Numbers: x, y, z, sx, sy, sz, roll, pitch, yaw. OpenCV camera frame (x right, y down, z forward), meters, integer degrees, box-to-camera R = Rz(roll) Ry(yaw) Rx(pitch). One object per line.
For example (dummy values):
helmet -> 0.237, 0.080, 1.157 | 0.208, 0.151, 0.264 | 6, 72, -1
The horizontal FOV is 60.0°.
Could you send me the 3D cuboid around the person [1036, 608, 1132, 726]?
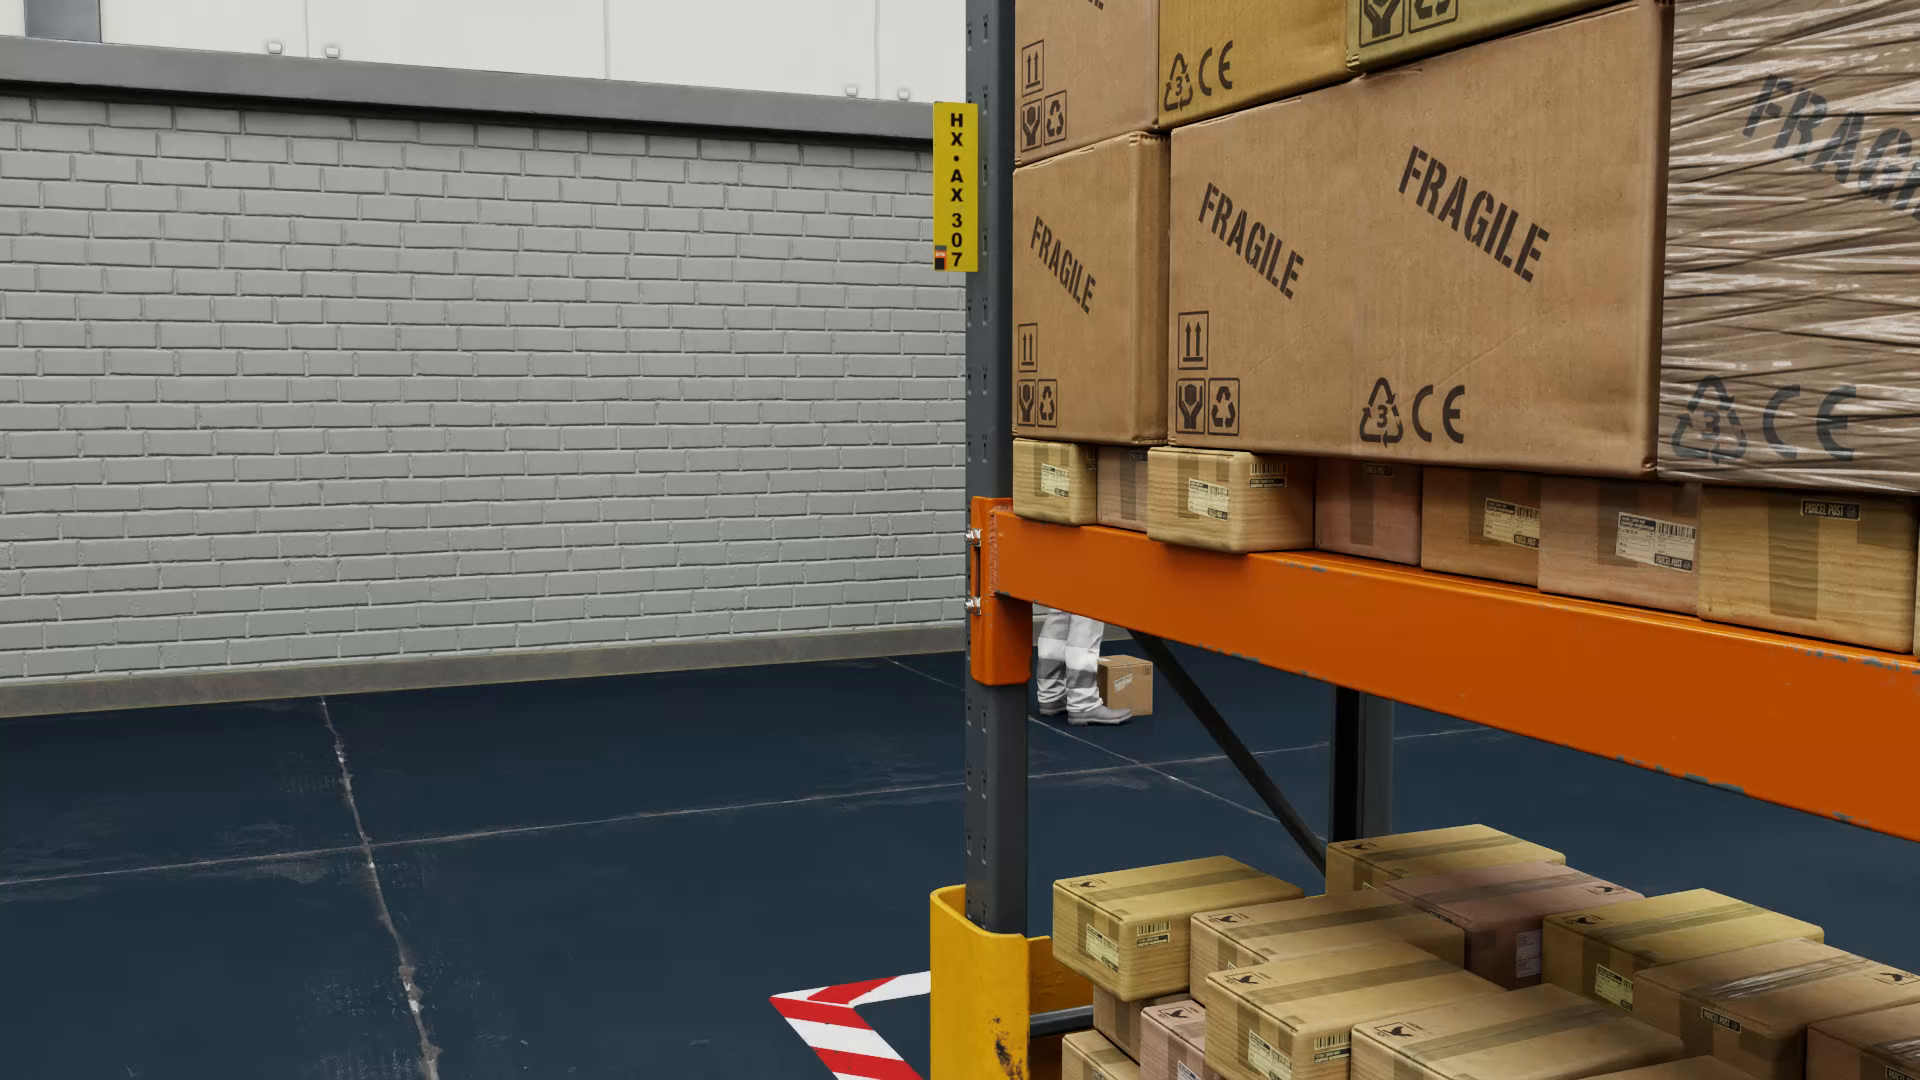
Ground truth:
person -> 0.539, -0.056, 7.716 | 0.448, 1.779, 0.609 | -2, 6, -23
